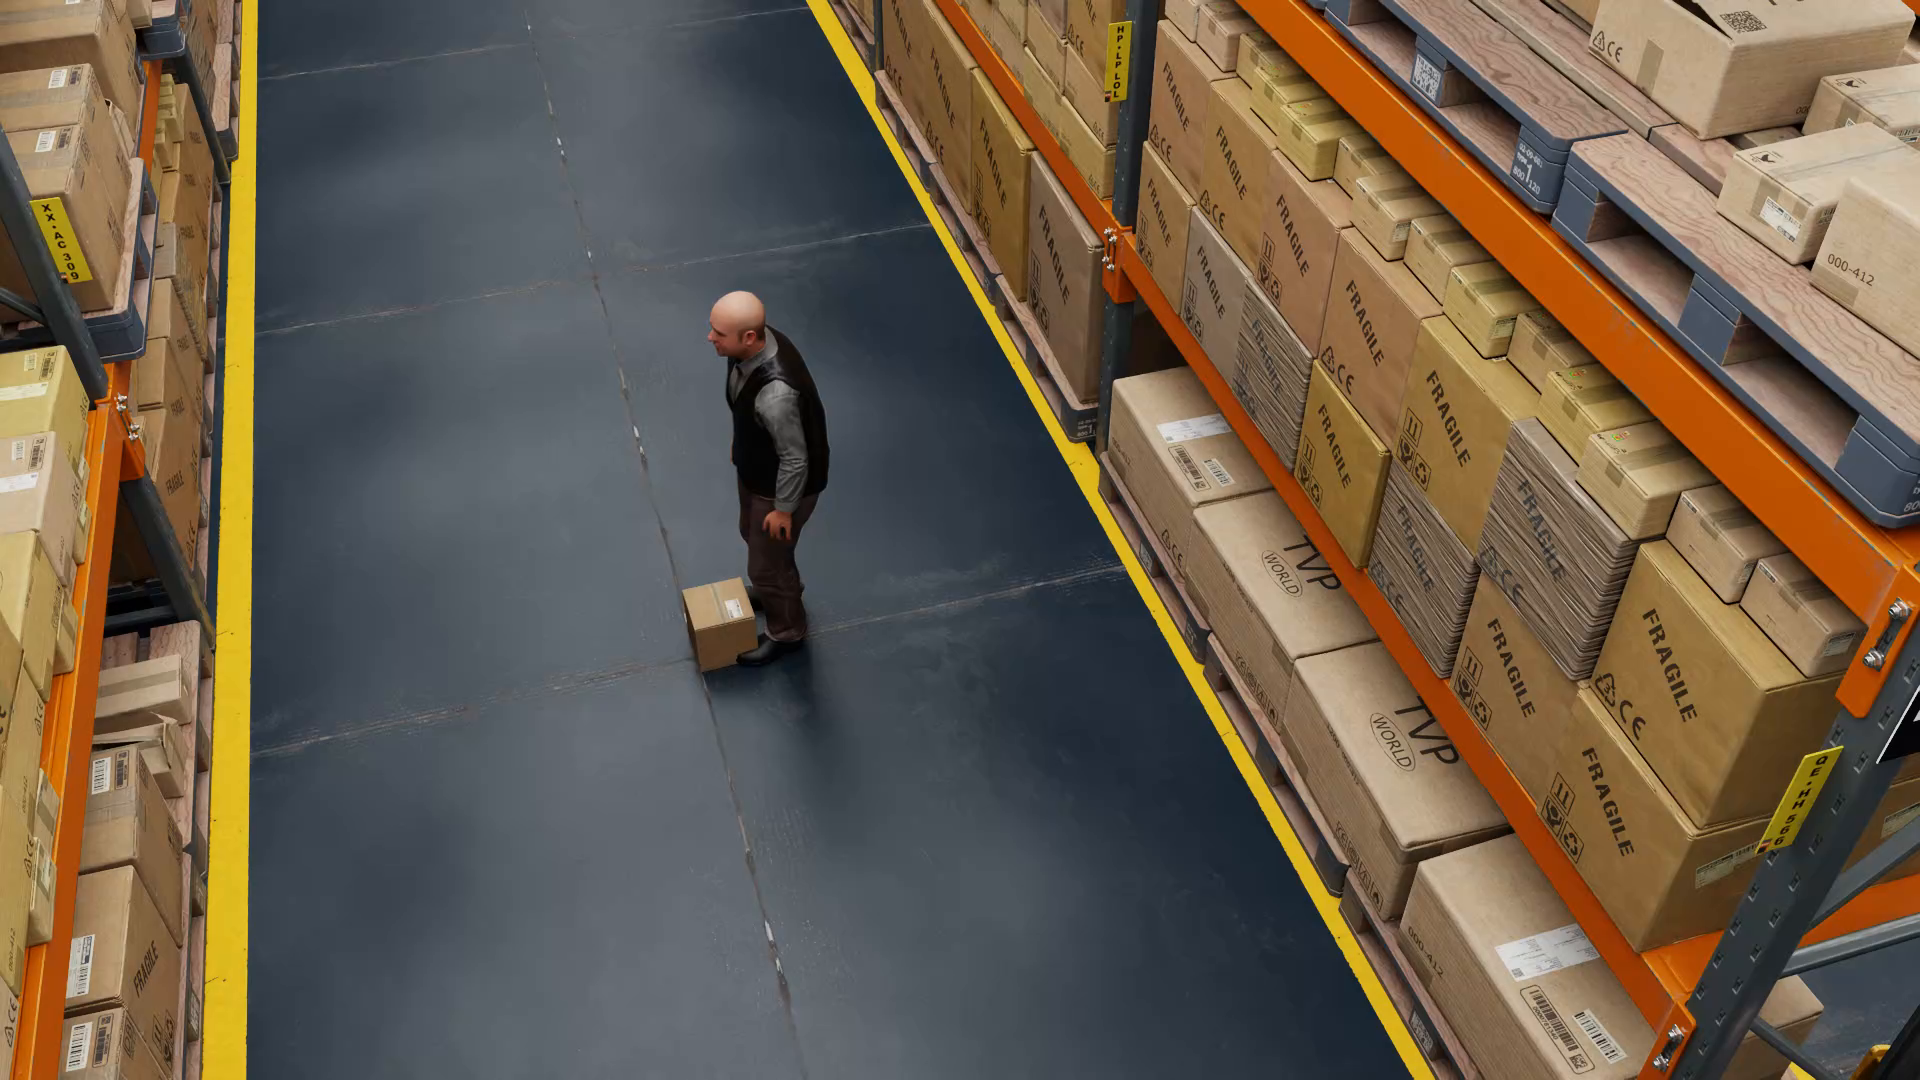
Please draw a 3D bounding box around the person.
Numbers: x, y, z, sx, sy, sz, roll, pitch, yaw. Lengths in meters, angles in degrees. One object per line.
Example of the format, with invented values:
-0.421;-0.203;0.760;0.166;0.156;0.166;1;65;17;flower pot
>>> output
-0.746;-0.246;6.452;0.469;1.721;0.594;-14;44;-15;person
